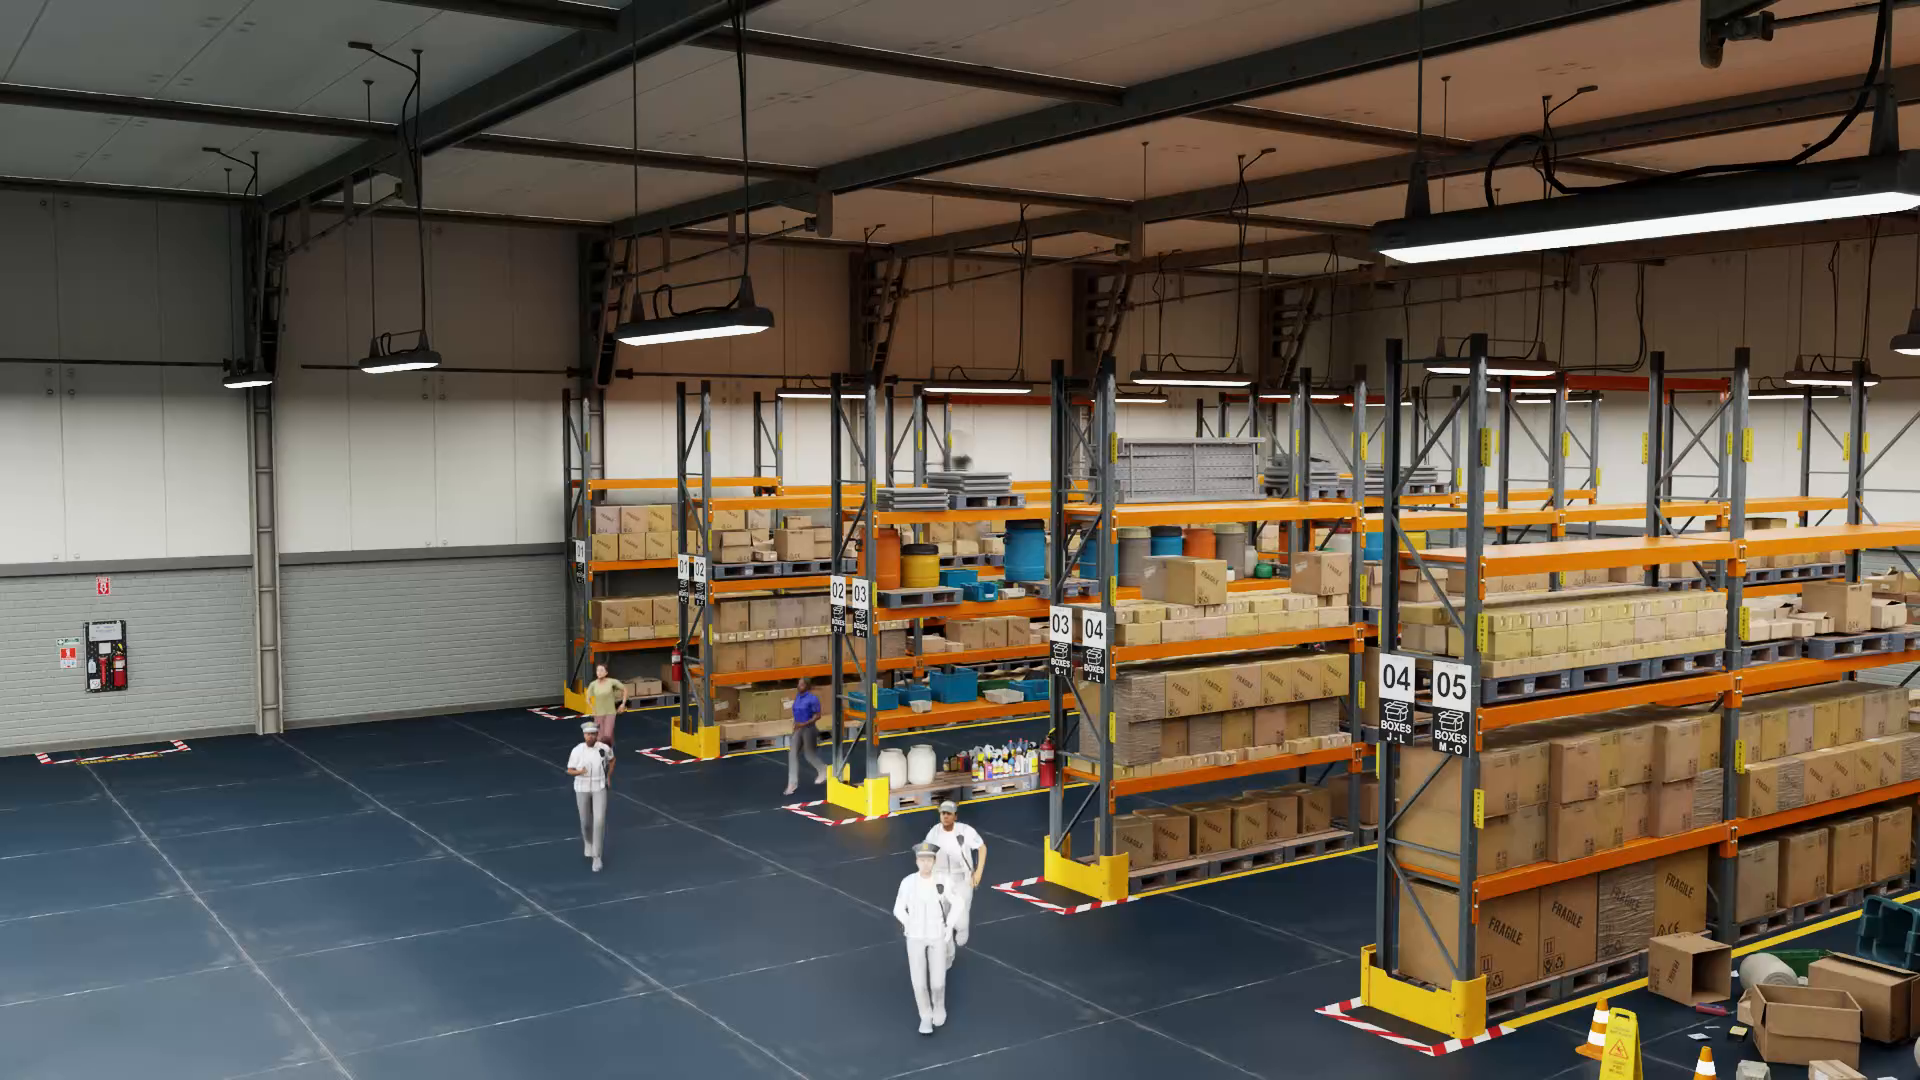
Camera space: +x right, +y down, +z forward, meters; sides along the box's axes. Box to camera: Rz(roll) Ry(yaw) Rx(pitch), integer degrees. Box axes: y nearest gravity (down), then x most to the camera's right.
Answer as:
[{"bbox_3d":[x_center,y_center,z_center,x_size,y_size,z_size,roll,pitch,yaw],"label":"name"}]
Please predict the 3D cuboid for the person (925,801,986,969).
[{"bbox_3d":[-0.064,3.327,16.150,0.622,1.637,0.620,1,4,9],"label":"person"}]

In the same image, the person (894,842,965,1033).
[{"bbox_3d":[-0.276,3.417,14.229,0.603,1.648,0.539,0,4,4],"label":"person"}]

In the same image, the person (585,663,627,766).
[{"bbox_3d":[-5.474,2.708,25.660,0.609,1.626,0.632,0,4,2],"label":"person"}]

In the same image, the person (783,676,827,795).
[{"bbox_3d":[-2.216,2.809,24.069,0.587,1.695,0.873,3,5,36],"label":"person"}]

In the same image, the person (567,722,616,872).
[{"bbox_3d":[-4.406,3.016,19.885,0.570,1.719,0.850,-1,4,-11],"label":"person"}]
